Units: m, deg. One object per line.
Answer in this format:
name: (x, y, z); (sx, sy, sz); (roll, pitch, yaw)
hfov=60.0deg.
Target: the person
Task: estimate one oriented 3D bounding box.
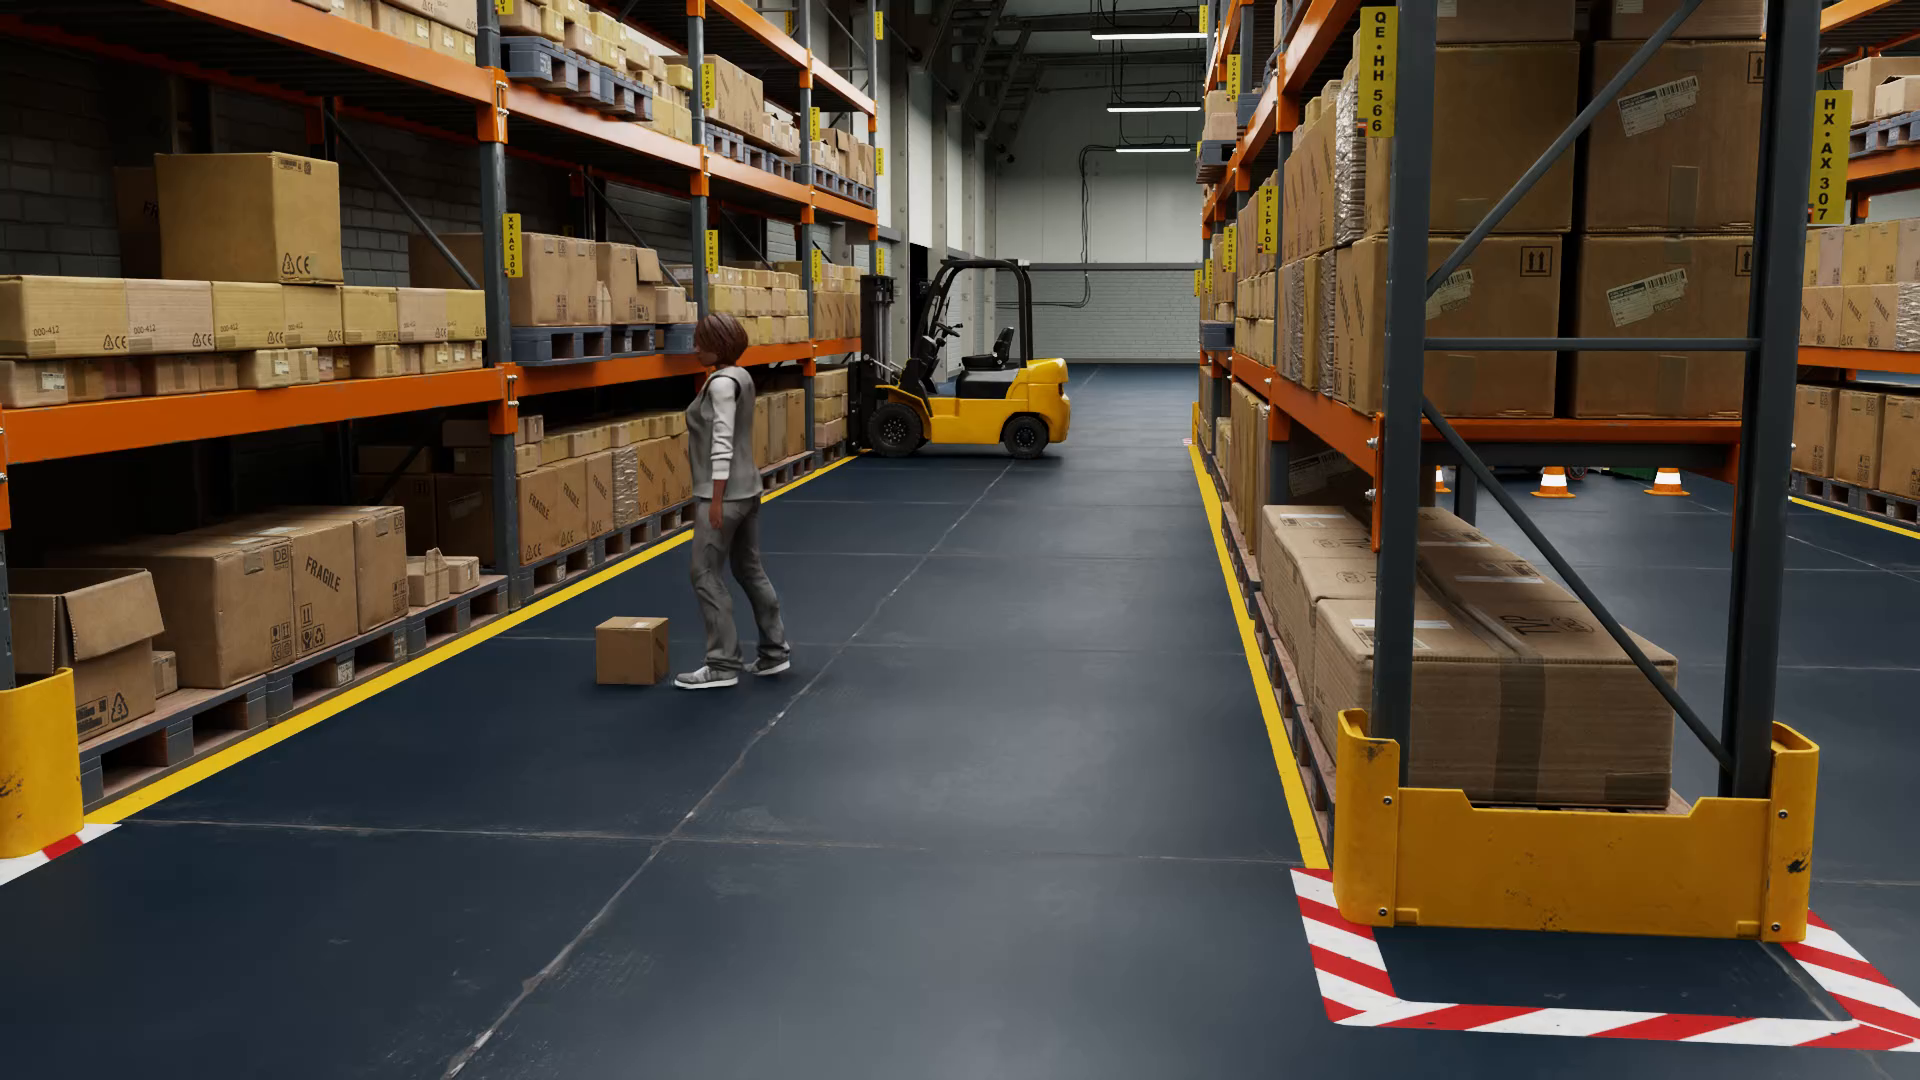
person: (-0.979, -0.161, 7.125); (0.452, 1.614, 0.463); (1, 8, 5)
